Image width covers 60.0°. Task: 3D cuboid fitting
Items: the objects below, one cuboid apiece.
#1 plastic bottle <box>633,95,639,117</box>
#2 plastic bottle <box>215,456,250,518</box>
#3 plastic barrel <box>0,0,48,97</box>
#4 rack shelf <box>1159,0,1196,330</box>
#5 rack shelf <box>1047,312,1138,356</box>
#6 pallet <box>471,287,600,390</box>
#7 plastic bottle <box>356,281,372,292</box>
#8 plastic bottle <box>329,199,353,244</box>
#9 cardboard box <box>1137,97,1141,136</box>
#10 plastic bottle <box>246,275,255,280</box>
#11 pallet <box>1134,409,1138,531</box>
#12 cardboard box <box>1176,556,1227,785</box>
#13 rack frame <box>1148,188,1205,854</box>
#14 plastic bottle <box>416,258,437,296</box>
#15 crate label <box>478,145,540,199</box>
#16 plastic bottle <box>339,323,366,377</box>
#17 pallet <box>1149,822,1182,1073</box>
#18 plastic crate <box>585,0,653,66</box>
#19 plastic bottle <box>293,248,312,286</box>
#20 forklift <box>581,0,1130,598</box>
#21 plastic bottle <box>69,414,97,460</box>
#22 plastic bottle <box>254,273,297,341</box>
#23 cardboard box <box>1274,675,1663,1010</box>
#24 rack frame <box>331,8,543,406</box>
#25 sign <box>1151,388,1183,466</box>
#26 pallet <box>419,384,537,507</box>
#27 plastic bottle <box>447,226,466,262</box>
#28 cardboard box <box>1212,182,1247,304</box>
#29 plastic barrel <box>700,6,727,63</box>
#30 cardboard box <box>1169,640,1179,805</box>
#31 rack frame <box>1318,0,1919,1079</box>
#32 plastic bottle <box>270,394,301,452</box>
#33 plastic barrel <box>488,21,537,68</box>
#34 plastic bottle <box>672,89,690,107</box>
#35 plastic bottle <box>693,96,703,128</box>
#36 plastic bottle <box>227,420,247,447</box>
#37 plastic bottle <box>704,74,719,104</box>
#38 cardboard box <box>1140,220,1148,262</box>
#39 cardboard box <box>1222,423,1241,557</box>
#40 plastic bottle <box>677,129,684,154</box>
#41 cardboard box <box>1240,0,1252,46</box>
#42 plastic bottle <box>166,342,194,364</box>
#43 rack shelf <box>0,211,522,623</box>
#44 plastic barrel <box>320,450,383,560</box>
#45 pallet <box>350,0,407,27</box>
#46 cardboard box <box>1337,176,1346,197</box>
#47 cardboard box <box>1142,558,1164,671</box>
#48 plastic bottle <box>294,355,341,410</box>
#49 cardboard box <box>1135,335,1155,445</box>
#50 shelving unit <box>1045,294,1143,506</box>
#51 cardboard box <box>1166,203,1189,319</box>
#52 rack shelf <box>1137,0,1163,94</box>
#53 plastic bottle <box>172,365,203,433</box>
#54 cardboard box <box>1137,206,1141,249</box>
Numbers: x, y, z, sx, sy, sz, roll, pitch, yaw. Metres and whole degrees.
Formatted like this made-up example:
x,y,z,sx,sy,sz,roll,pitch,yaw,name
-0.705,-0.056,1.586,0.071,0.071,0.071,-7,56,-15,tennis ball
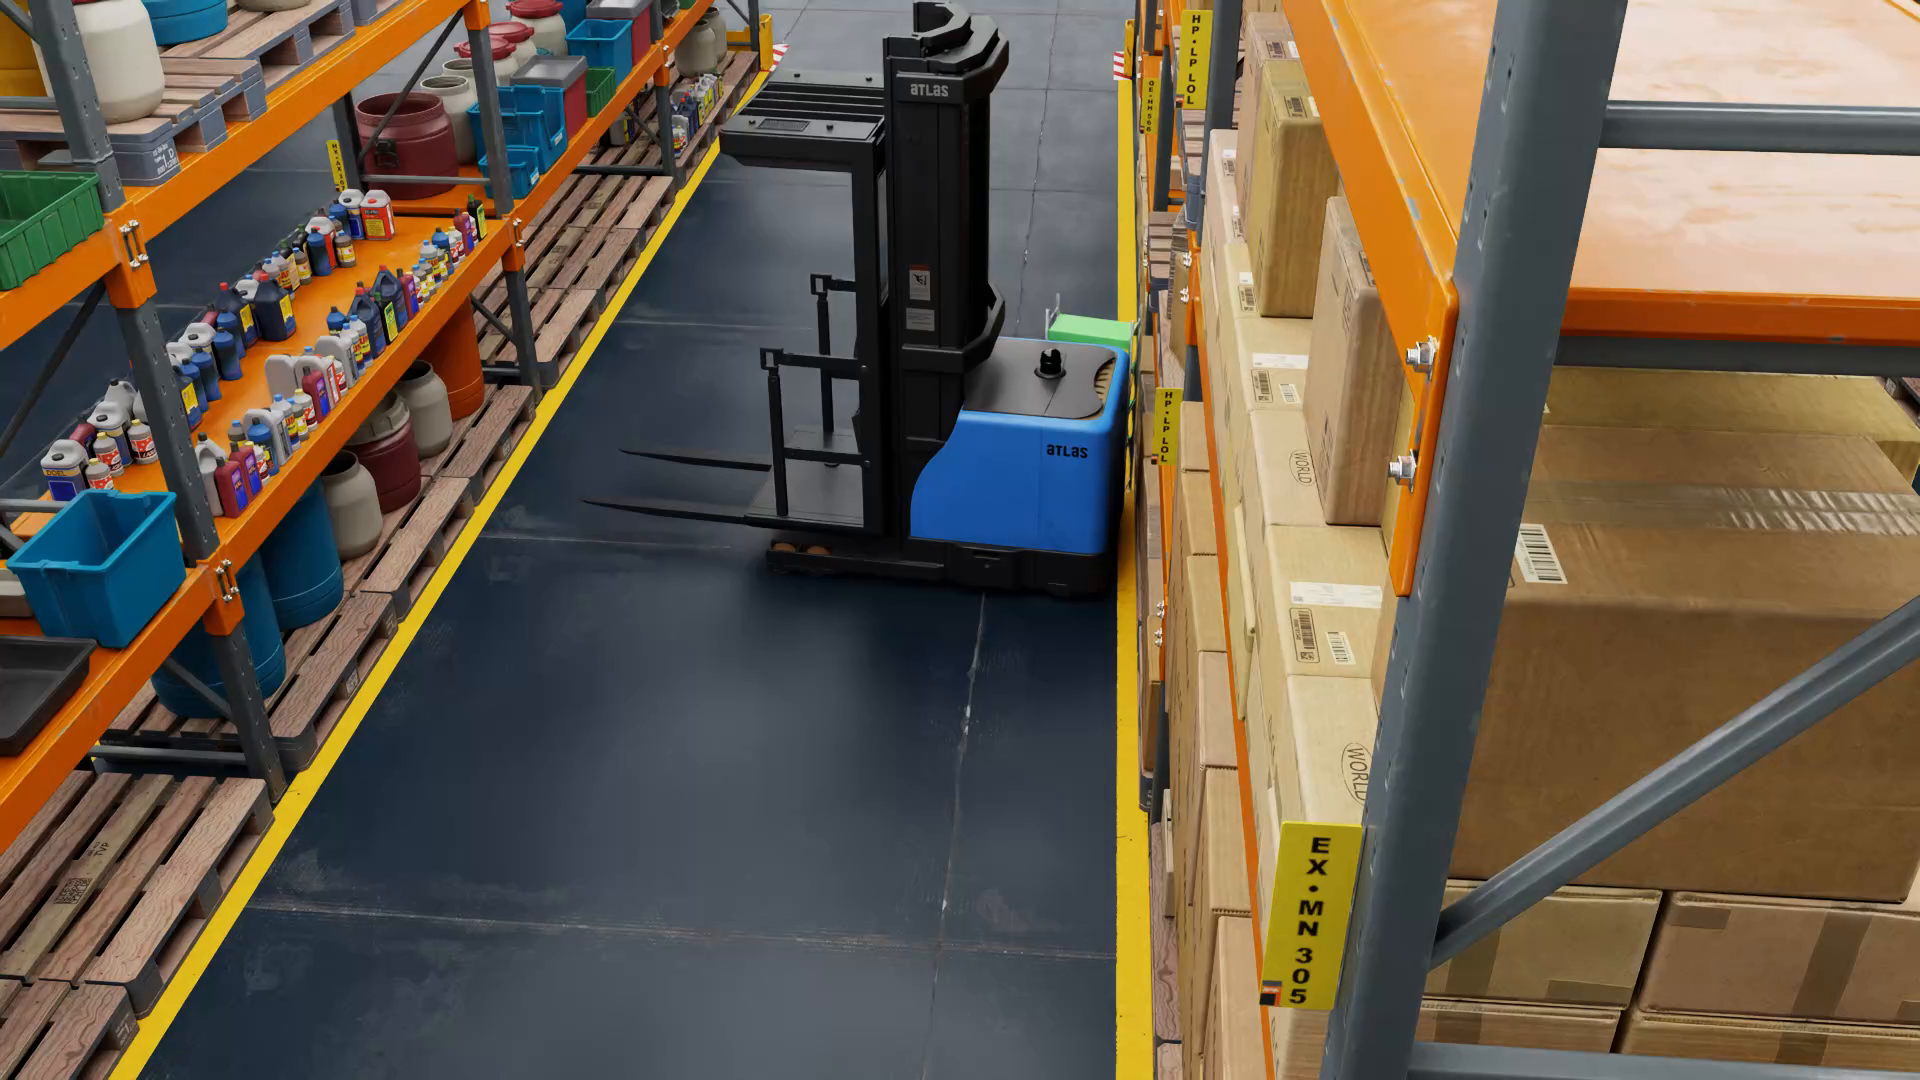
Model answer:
x,y,z,sx,sy,sz,roll,pitch,yaw,name
-3.023,-4.036,15.390,0.061,0.283,0.133,2,32,4,plastic bottle
-3.150,-0.247,7.183,0.061,0.283,0.133,2,32,4,plastic bottle
-3.733,-2.145,6.713,0.600,0.588,0.600,0,32,0,plastic barrel
1.494,-1.926,7.624,1.077,0.370,4.000,2,32,4,rack shelf
0.759,-1.153,9.465,0.480,0.148,0.258,10,33,15,rack shelf
-3.178,-1.431,11.651,1.003,0.211,1.213,2,32,4,pallet
-3.139,-1.247,8.806,0.061,0.283,0.133,2,32,4,plastic bottle
-3.674,-1.888,9.858,0.097,0.271,0.097,0,32,0,plastic bottle
1.879,-3.876,15.181,0.500,0.250,0.500,2,32,4,cardboard box
-3.768,-1.284,8.878,0.097,0.271,0.097,0,32,0,plastic bottle
1.559,-0.425,10.019,1.003,0.211,1.213,2,32,4,pallet
0.929,0.395,4.982,0.500,0.500,0.500,2,32,3,cardboard box
1.332,0.090,6.525,1.000,3.000,0.127,2,32,4,rack frame
-2.973,-1.466,9.239,0.097,0.201,0.097,0,32,0,plastic bottle
-2.872,-2.348,10.641,0.303,0.233,0.416,2,32,4,crate label
-3.057,-0.959,8.350,0.097,0.271,0.097,0,32,0,plastic bottle
1.275,1.637,6.674,1.003,0.211,1.213,2,32,4,pallet
-2.688,-4.067,13.210,0.402,0.464,0.583,2,32,4,plastic crate
-3.722,-1.547,9.370,0.097,0.201,0.097,0,32,0,plastic bottle
-0.615,-1.310,8.861,3.031,2.935,1.130,6,32,9,forklift
-3.922,-0.416,7.458,0.061,0.283,0.133,2,32,4,plastic bottle
-3.604,-1.237,8.725,0.144,0.351,0.185,2,32,4,plastic bottle
0.794,0.476,2.706,0.500,0.250,0.500,2,32,4,cardboard box
-3.279,-2.215,10.265,1.000,3.000,0.127,2,32,4,rack frame
0.778,-0.425,6.256,0.100,0.325,0.005,2,32,4,sign
-3.302,-0.614,10.325,1.003,0.211,1.213,2,32,4,pallet
-2.934,-1.720,9.652,0.097,0.201,0.097,0,32,0,plastic bottle
1.005,-0.831,4.826,0.500,0.250,0.500,2,32,4,cardboard box
-2.606,-5.170,17.032,0.421,0.512,0.421,0,32,0,plastic barrel
0.980,0.570,5.650,0.500,0.500,0.500,3,32,5,cardboard box
1.009,-0.372,1.557,0.949,2.616,0.053,2,32,4,rack frame
-3.121,-0.545,7.678,0.097,0.271,0.097,0,32,0,plastic bottle
-3.310,-3.490,12.205,0.433,0.535,0.433,0,32,0,plastic barrel
-2.574,-4.053,15.424,0.152,0.276,0.135,2,32,4,plastic bottle
-2.404,-3.925,15.210,0.061,0.283,0.133,4,32,6,plastic bottle
-3.284,-0.451,7.593,0.097,0.201,0.097,0,32,0,plastic bottle
-2.389,-4.316,15.852,0.152,0.276,0.135,3,32,4,plastic bottle
1.534,-2.069,11.714,0.500,0.311,0.500,2,32,4,cardboard box
0.921,-0.095,4.109,0.500,0.250,0.500,2,32,4,cardboard box
-2.483,-3.504,14.604,0.097,0.201,0.097,0,32,0,plastic bottle
1.552,-2.408,7.129,0.600,0.600,0.600,1,32,2,cardboard box
-3.813,-0.815,8.113,0.152,0.276,0.135,2,32,4,plastic bottle
-3.442,-0.863,8.757,1.077,0.370,4.000,2,32,4,rack shelf
-3.351,-0.188,8.948,0.421,0.512,0.421,0,32,0,plastic barrel
-3.439,-3.016,8.886,1.003,0.211,1.213,2,32,4,pallet
1.224,-0.614,3.760,0.700,0.500,0.500,2,32,4,cardboard box
1.135,0.439,7.923,0.500,0.500,0.500,3,32,4,cardboard box
-3.112,-0.780,8.056,0.152,0.276,0.135,2,32,4,plastic bottle
1.335,-0.899,10.093,0.500,0.500,0.500,4,32,6,cardboard box
0.759,-0.799,9.683,0.503,1.200,0.258,10,33,15,shelving unit
1.453,-1.419,8.477,0.700,0.500,0.500,8,33,13,cardboard box
2.146,-4.833,15.198,1.077,0.370,4.000,2,32,4,rack shelf
-3.698,-0.687,7.834,0.144,0.351,0.185,2,32,4,plastic bottle
1.621,-2.363,12.726,0.500,0.250,0.500,2,32,2,cardboard box
